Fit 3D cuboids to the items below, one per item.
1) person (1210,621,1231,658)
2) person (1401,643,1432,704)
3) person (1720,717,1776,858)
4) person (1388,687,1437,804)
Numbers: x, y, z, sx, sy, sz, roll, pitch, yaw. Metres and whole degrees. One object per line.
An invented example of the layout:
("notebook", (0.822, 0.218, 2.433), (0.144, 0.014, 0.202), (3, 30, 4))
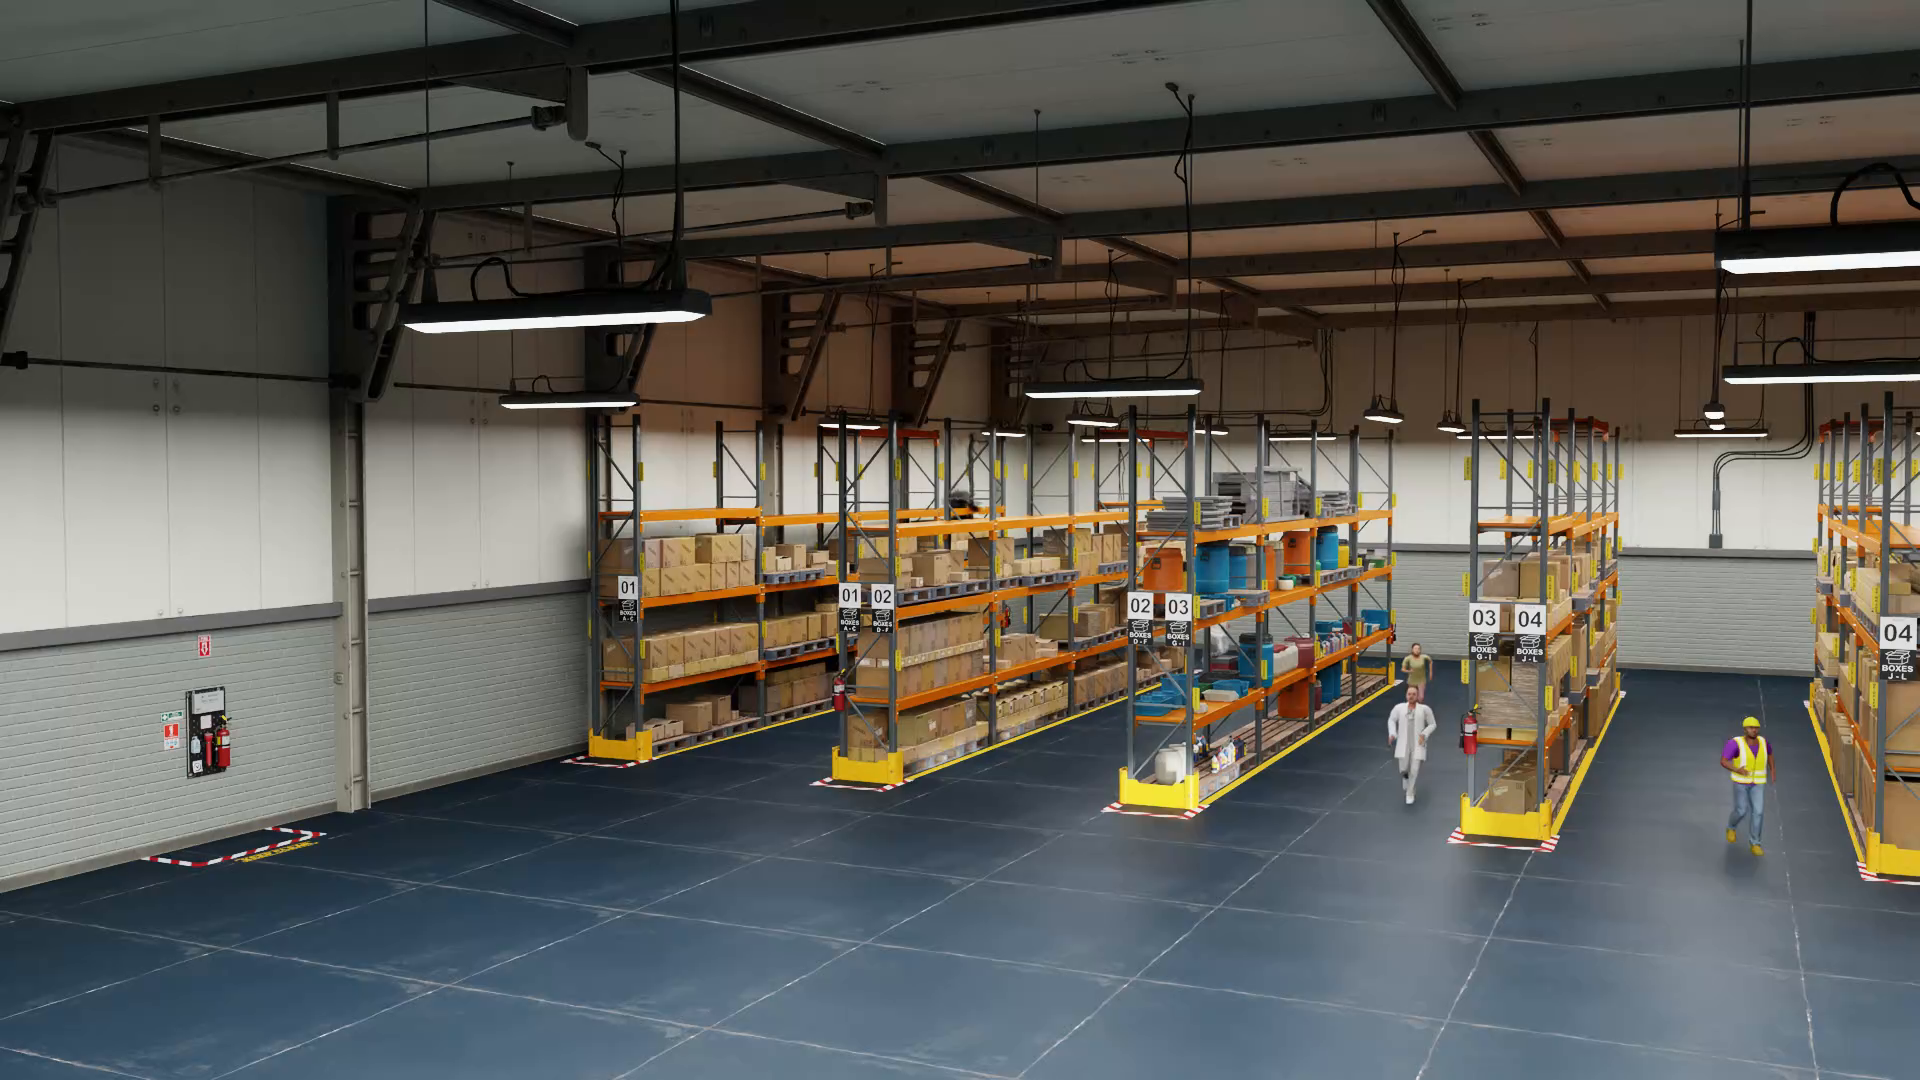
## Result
("person", (6.477, 2.424, 41.603), (0.723, 1.752, 0.731), (-1, 3, -31))
("person", (8.916, 2.838, 32.479), (0.599, 1.701, 0.821), (1, 2, 13))
("person", (10.410, 3.216, 21.959), (0.725, 1.779, 0.858), (0, 2, 5))
("person", (6.867, 3.111, 25.289), (0.723, 1.747, 0.634), (1, 2, 20))
